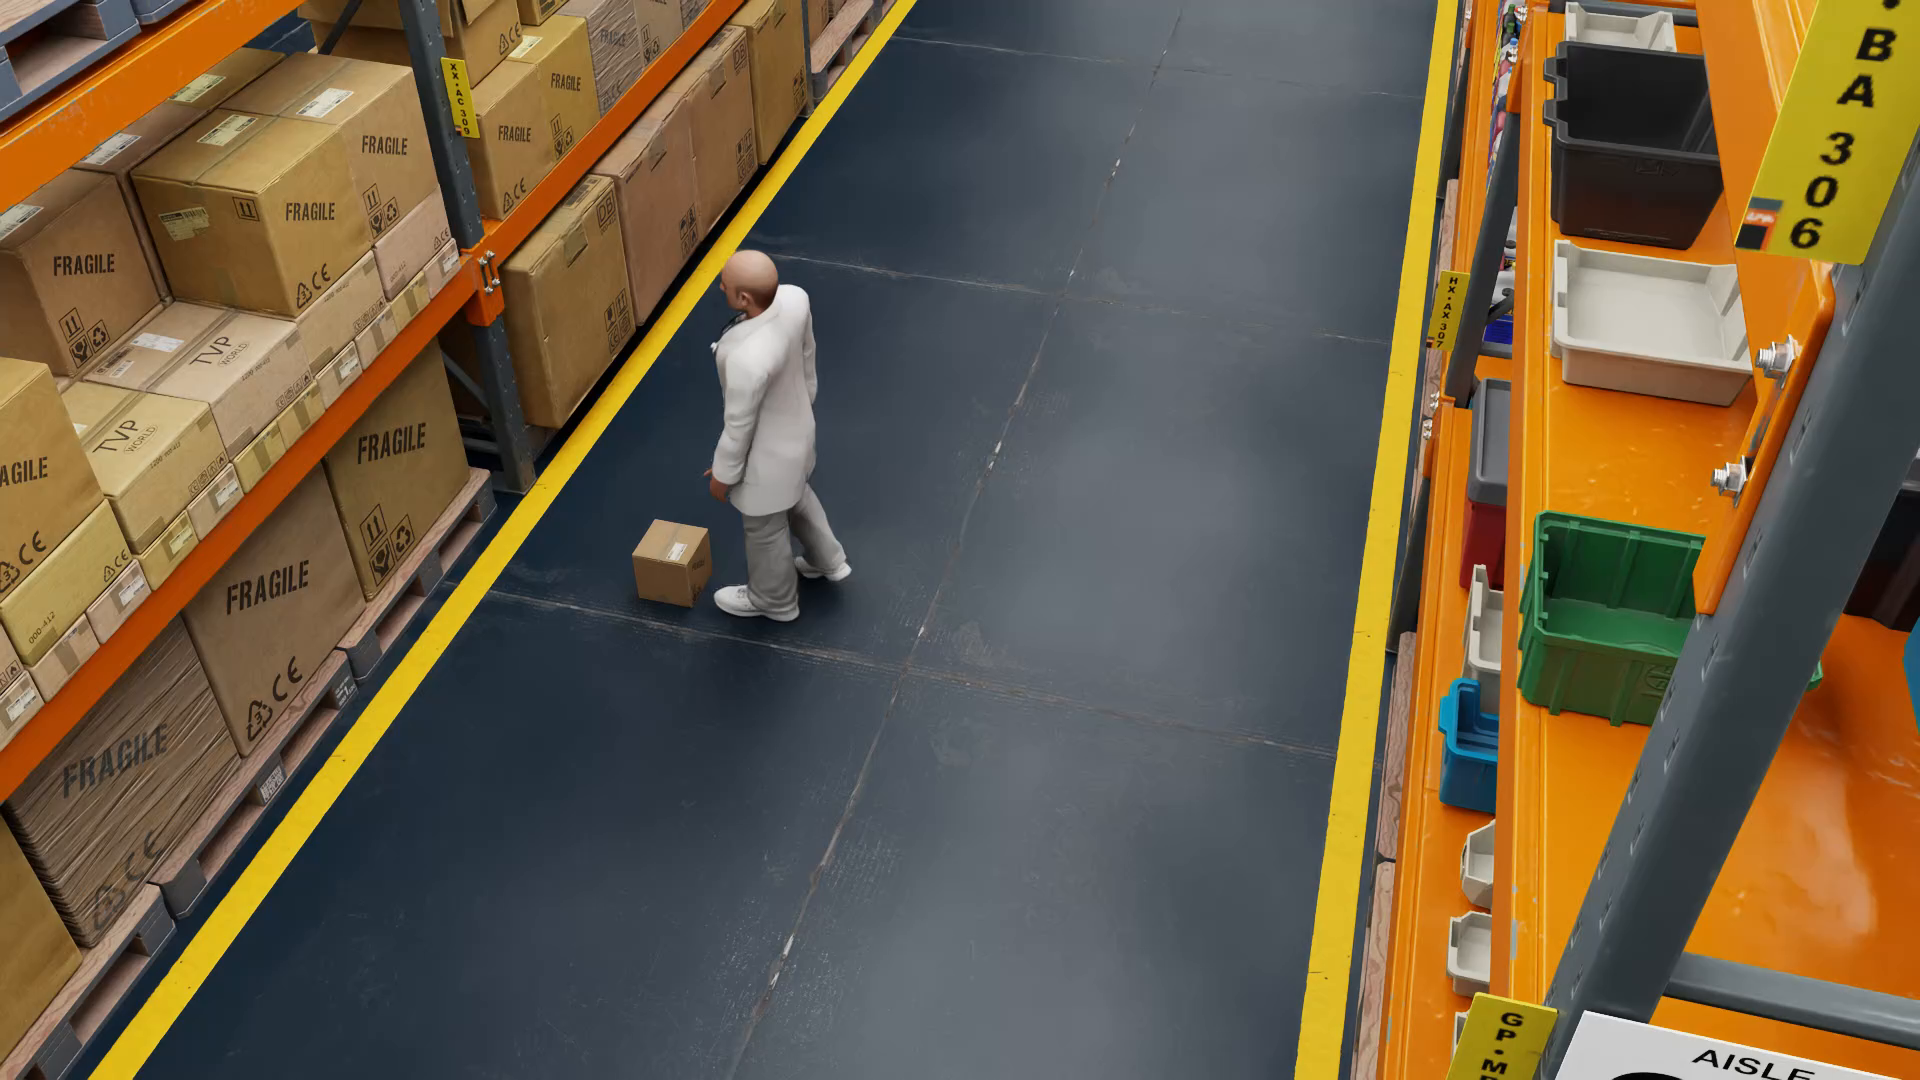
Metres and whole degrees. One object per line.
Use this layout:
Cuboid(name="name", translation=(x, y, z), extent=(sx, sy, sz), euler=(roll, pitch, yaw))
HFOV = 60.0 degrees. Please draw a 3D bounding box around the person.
Cuboid(name="person", translation=(-0.775, -0.390, 6.638), extent=(0.543, 1.829, 0.639), euler=(10, 41, 11))
